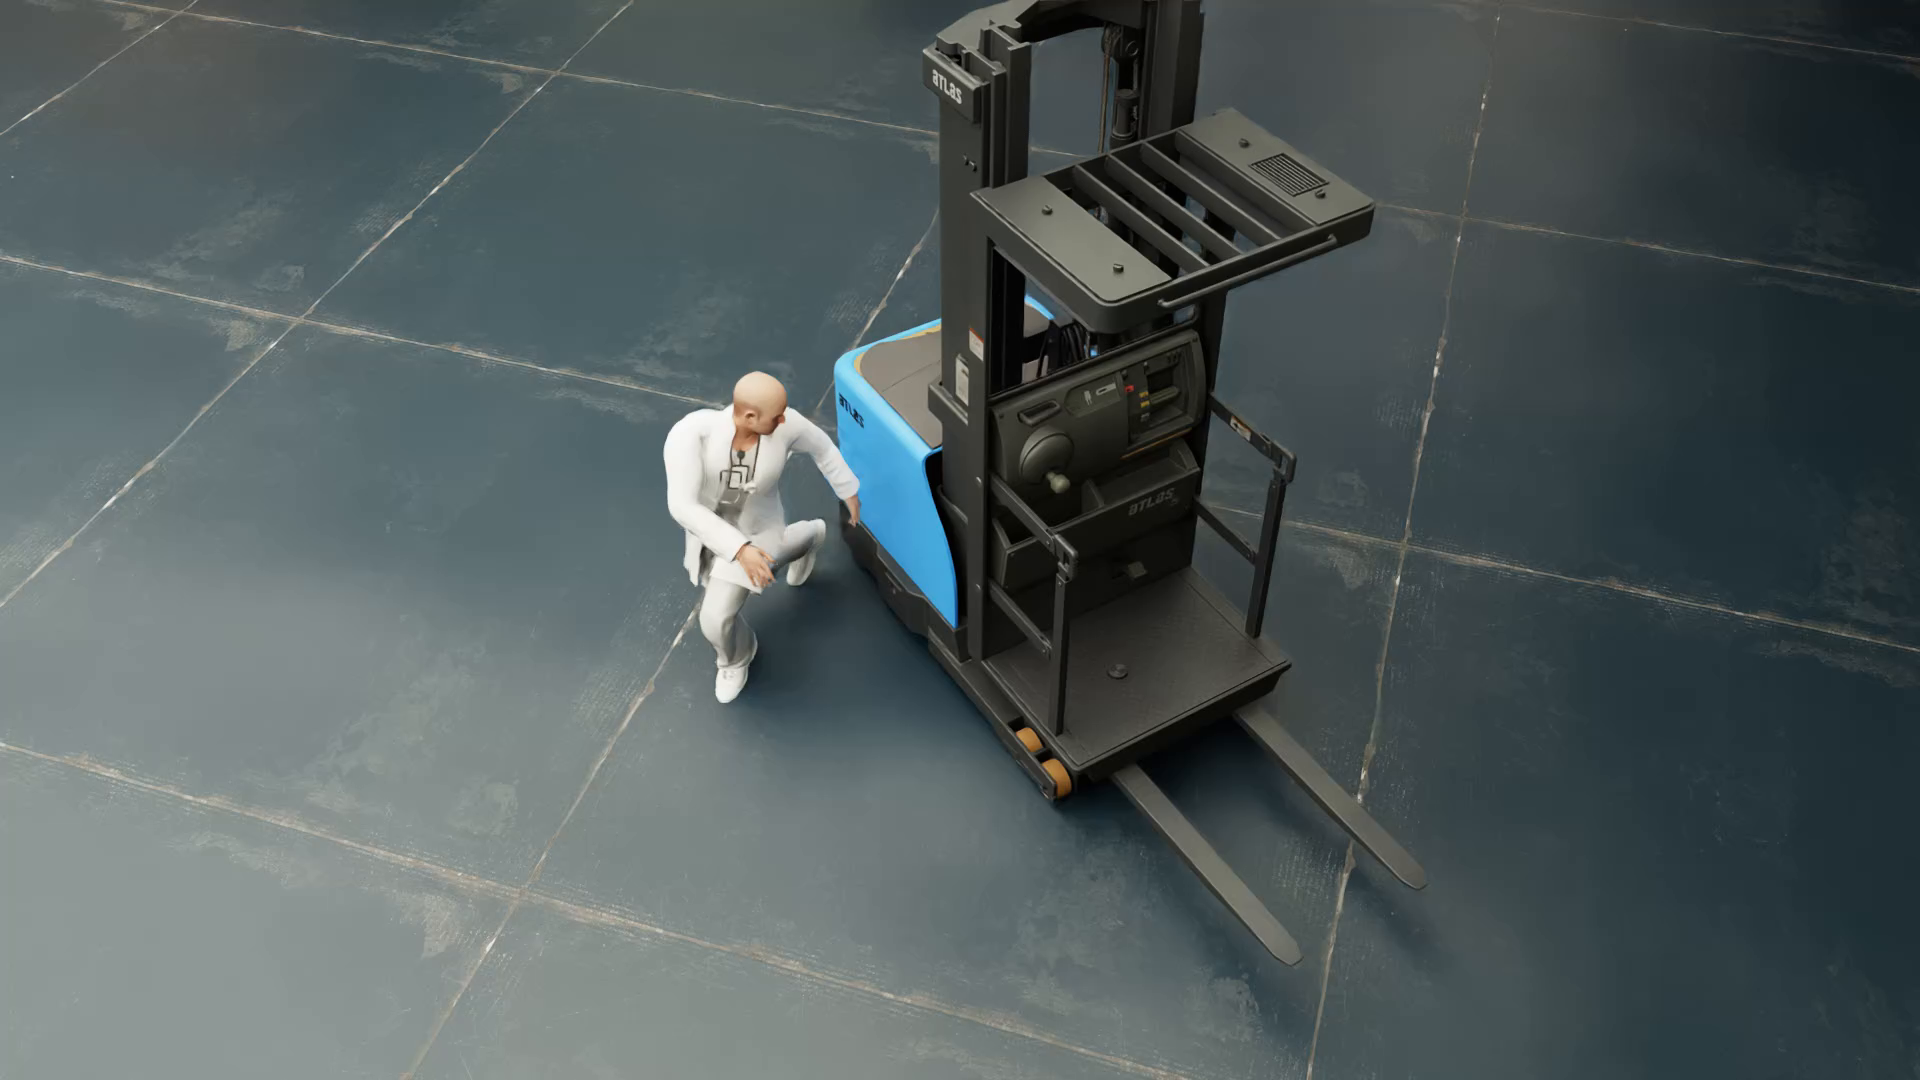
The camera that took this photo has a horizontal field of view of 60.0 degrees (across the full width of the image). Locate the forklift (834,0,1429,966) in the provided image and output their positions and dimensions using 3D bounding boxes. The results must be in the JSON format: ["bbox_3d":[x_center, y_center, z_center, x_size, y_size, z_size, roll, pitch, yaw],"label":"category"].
[{"bbox_3d":[0.651,-0.395,6.113,1.130,2.935,3.031,-23,48,-23],"label":"forklift"}]

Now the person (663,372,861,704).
[{"bbox_3d":[-0.828,-0.107,6.875,0.700,1.545,0.944,11,44,12],"label":"person"}]
